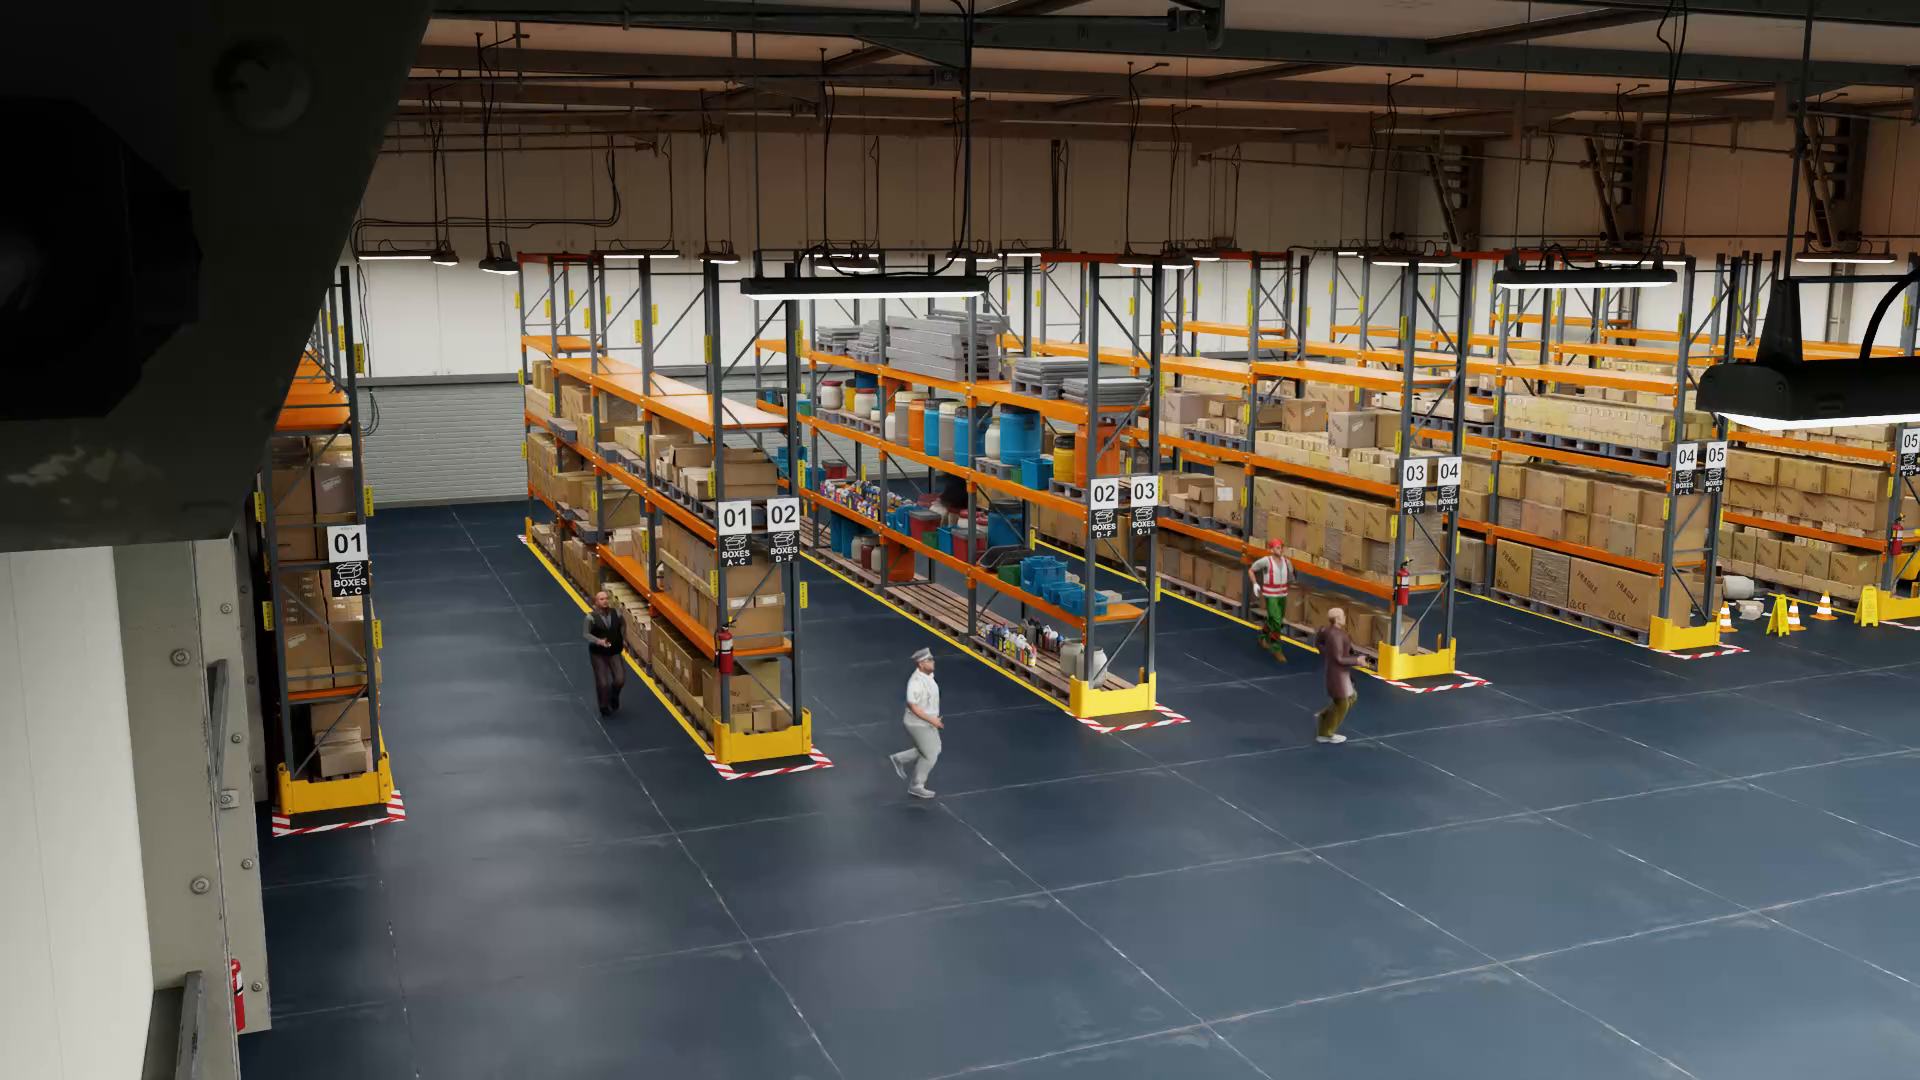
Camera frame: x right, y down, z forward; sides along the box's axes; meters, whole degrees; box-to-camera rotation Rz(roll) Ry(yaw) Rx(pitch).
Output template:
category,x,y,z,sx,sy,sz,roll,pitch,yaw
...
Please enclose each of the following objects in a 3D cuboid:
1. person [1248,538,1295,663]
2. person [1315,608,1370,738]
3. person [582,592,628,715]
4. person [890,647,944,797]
category,x,y,z,sx,sy,sz,roll,pitch,yaw
person,4.757,0.876,25.189,0.651,1.834,0.846,-6,12,-28
person,4.809,1.664,20.903,0.628,1.670,0.698,1,10,3
person,-4.661,1.519,22.018,0.643,1.682,0.603,-5,12,-26
person,-0.474,2.068,18.979,0.647,1.758,0.679,2,11,10
